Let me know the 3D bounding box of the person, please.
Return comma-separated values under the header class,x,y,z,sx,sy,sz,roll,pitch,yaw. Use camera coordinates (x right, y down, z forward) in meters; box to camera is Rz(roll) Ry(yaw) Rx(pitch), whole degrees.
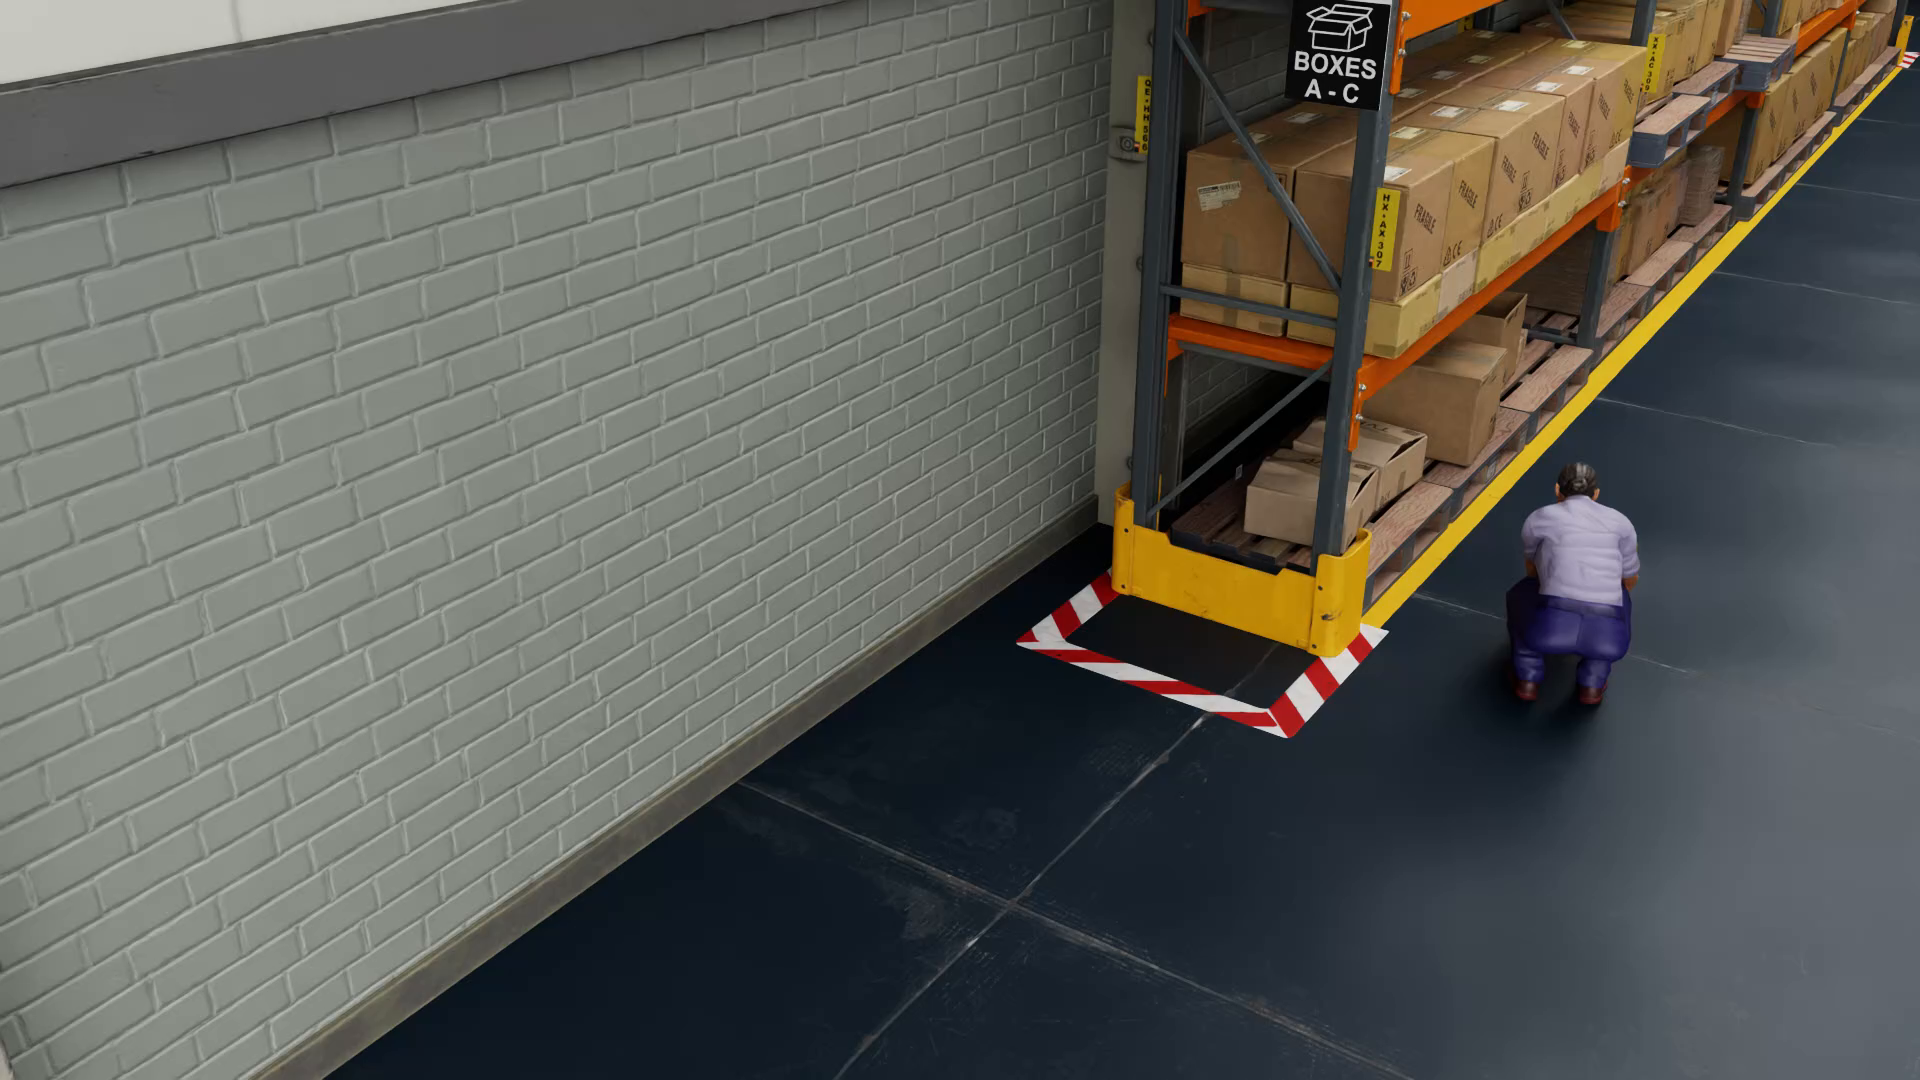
class,x,y,z,sx,sy,sz,roll,pitch,yaw
person,2.623,0.187,7.104,0.524,0.905,0.874,8,28,16
